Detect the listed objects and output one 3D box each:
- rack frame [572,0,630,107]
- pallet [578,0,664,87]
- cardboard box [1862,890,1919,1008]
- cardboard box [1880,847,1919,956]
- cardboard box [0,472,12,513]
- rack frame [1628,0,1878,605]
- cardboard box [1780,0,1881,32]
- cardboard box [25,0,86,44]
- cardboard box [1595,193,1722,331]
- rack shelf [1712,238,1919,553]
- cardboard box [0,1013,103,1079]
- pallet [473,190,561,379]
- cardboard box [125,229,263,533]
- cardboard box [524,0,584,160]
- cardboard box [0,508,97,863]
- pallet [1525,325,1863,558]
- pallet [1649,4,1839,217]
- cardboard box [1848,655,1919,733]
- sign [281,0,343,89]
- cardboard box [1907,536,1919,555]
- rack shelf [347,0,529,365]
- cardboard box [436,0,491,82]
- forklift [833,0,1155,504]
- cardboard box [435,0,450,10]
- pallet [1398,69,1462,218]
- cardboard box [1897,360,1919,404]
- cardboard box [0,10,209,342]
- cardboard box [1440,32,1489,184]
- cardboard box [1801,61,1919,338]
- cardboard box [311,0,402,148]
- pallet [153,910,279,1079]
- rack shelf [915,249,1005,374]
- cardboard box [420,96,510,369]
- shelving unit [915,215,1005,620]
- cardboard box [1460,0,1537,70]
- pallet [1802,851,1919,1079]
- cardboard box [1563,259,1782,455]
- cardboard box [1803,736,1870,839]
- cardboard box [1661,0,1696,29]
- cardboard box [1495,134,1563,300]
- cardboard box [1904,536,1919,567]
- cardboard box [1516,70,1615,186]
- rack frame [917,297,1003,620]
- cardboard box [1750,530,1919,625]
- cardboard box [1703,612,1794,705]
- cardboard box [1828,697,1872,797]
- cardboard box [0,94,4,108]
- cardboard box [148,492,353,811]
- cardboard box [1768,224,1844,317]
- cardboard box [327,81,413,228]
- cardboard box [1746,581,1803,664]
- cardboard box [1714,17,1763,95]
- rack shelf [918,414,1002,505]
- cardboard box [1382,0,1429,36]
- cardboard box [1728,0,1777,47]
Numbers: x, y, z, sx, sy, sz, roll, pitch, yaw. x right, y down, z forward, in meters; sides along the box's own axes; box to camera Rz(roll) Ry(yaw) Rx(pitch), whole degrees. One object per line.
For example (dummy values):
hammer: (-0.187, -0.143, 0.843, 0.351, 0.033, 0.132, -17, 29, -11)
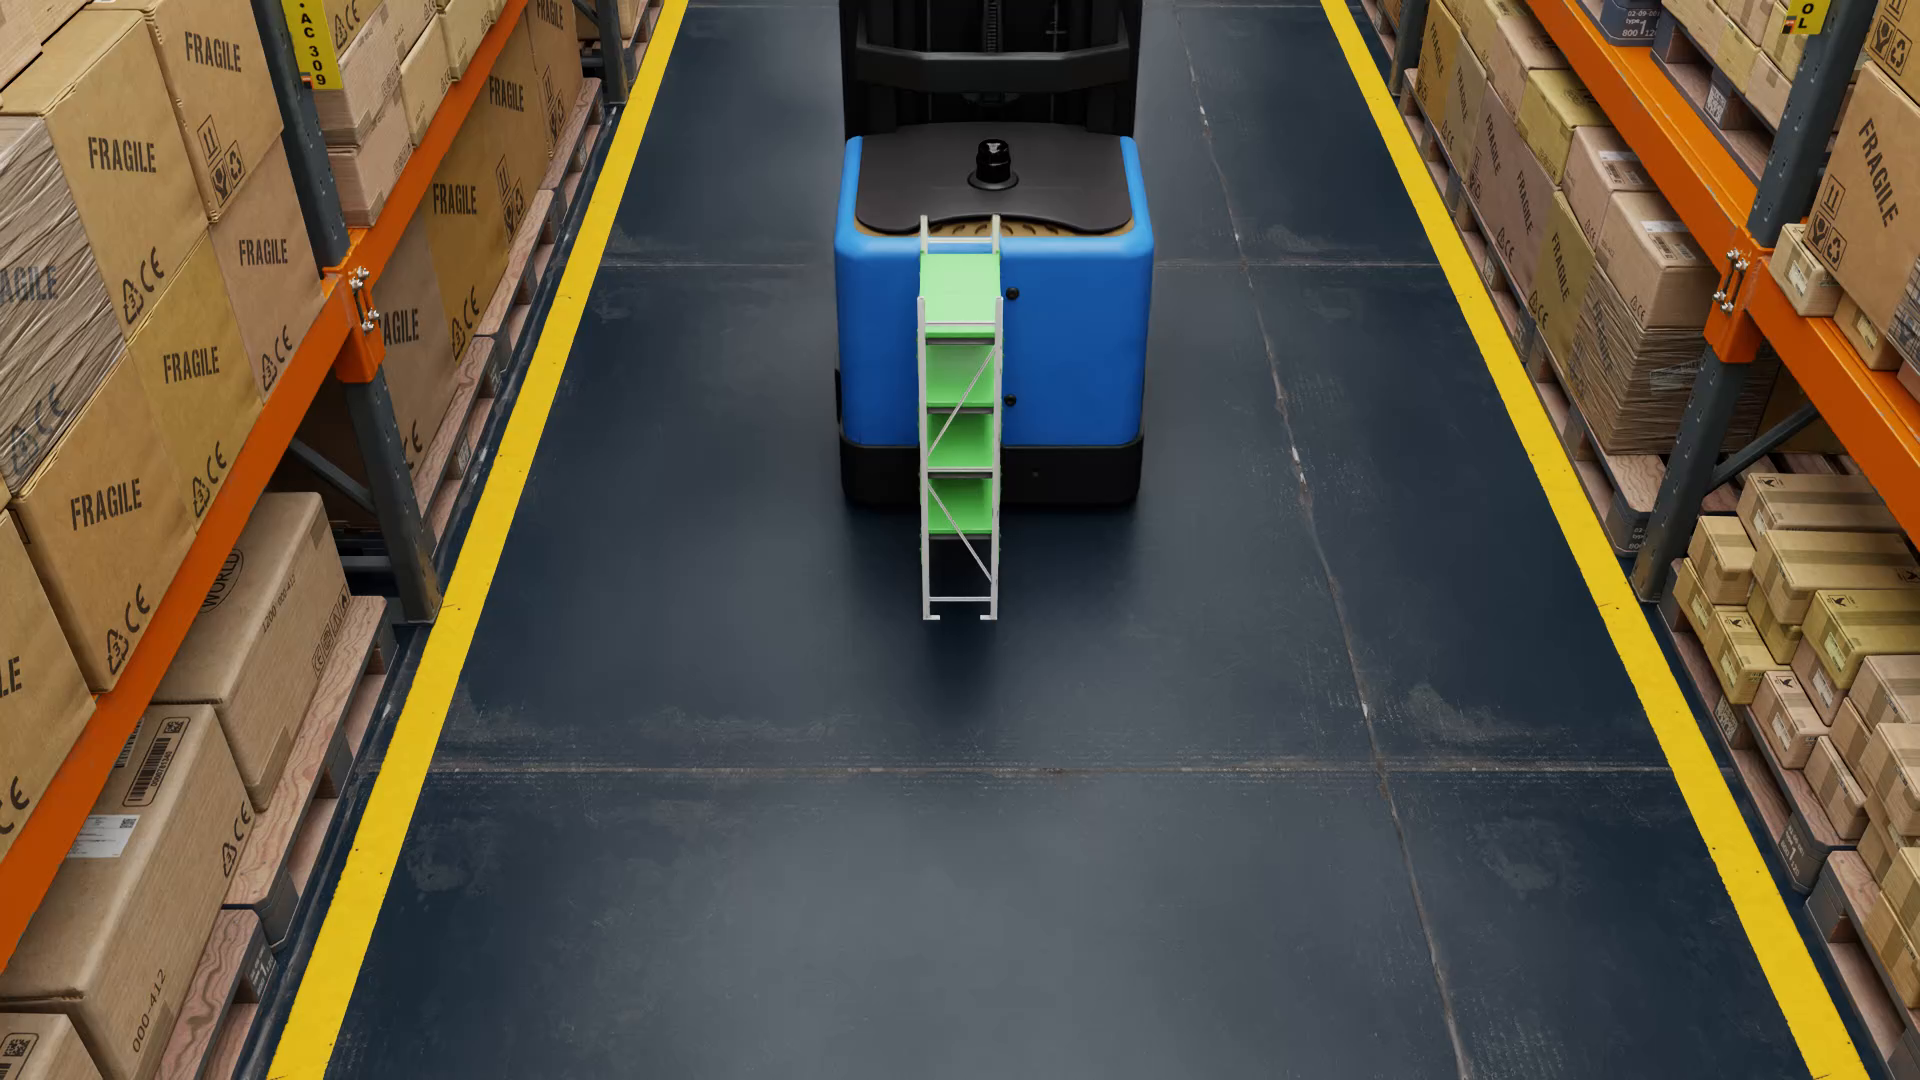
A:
rack frame: (-2.212, -3.430, 7.632, 1.000, 3.000, 0.127, 0, 39, 0)
pallet: (-2.211, -2.831, 9.114, 1.003, 0.211, 1.213, 0, 39, 0)
cardboard box: (2.464, 0.992, 4.057, 0.380, 0.149, 0.250, -1, 39, -1)
cardboard box: (2.460, 0.873, 3.968, 0.380, 0.149, 0.250, 0, 39, 0)
cardboard box: (-1.936, -0.114, 2.614, 0.500, 0.500, 0.500, 0, 39, 0)
rack frame: (2.742, -0.996, 4.594, 1.000, 3.000, 0.127, 0, 39, 0)
cardboard box: (2.547, -1.545, 4.668, 0.380, 0.149, 0.250, 2, 39, 2)
cardboard box: (-2.007, -1.098, 3.323, 0.380, 0.149, 0.250, 0, 39, 0)
cardboard box: (2.489, -0.942, 5.591, 0.500, 0.250, 0.500, -1, 39, -1)
rack shelf: (2.745, 0.536, 3.258, 1.077, 0.370, 4.000, 0, 39, 0)
cardboard box: (-2.313, 1.423, 3.288, 0.875, 0.438, 0.875, 1, 39, 1)
pallet: (-2.288, -1.088, 6.939, 1.003, 0.211, 1.213, 0, 39, 0)
cardboard box: (-1.945, -0.356, 3.716, 0.500, 0.500, 0.500, -1, 39, -1)
cardboard box: (-2.294, -2.333, 7.626, 0.875, 0.875, 0.875, 0, 39, 0)
cardboard box: (-1.945, 0.285, 2.915, 0.500, 0.500, 0.500, 1, 39, 1)
pallet: (2.740, -0.394, 6.073, 1.003, 0.211, 1.213, 0, 39, 0)
pallet: (2.887, -1.399, 5.250, 1.003, 0.211, 1.213, 0, 39, 0)
cardboard box: (2.549, 0.430, 4.283, 0.380, 0.149, 0.250, -1, 39, -1)
sign: (-1.652, -1.299, 4.217, 0.100, 0.325, 0.005, 0, 39, 0)
cardboard box: (3.003, -0.057, 4.891, 0.380, 0.149, 0.250, 1, 39, 1)
rack shelf: (-2.210, -1.899, 6.296, 1.077, 0.370, 4.000, 0, 39, 0)
cardboard box: (-1.931, -1.790, 5.705, 0.500, 0.250, 0.500, 0, 39, 0)
forklift: (0.109, -2.161, 6.103, 1.130, 2.935, 3.031, 0, 39, 0)
cardboard box: (-1.929, -1.982, 5.545, 0.500, 0.250, 0.500, 0, 39, 1)
pallet: (2.737, -1.920, 7.977, 1.003, 0.211, 1.213, 0, 39, 0)
cardboard box: (2.543, -0.392, 4.041, 0.380, 0.149, 0.250, -2, 39, -2)
cardboard box: (-1.938, -0.746, 3.403, 0.500, 0.500, 0.500, -1, 39, -1)
cardboard box: (2.488, -1.929, 7.421, 0.500, 0.500, 0.500, 0, 39, 0)
cardboard box: (2.491, -0.841, 4.083, 0.500, 0.500, 0.500, -1, 39, -1)
cardboard box: (-1.926, -1.341, 4.745, 0.500, 0.250, 0.500, -1, 39, -1)
pallet: (-2.281, 1.400, 3.835, 1.003, 0.211, 1.213, 0, 39, 0)
rack shelf: (0.000, -0.689, 4.985, 0.258, 0.148, 0.480, 0, 39, 0)
cardboard box: (-2.297, -1.216, 6.232, 0.875, 0.875, 0.875, 1, 39, 1)
shelving unit: (0.000, -0.365, 5.246, 0.258, 1.200, 0.503, 0, 39, 0)
cardboard box: (2.497, -2.230, 7.197, 0.500, 0.250, 0.500, 0, 39, -1)
pallet: (2.783, 1.277, 3.987, 1.003, 0.211, 1.213, 0, 39, 0)
cardboard box: (2.490, -0.647, 5.821, 0.500, 0.500, 0.500, -1, 39, -1)
cardboard box: (2.524, 0.661, 4.470, 0.380, 0.149, 0.250, -1, 39, -1)
cardboard box: (2.545, -1.785, 5.444, 0.380, 0.149, 0.250, -2, 39, -2)
cardboard box: (2.493, -1.288, 6.622, 0.500, 0.500, 0.500, -1, 39, -1)
cardboard box: (3.061, 0.034, 5.015, 0.380, 0.149, 0.250, 1, 39, 1)
cardboard box: (2.487, -1.594, 6.404, 0.500, 0.250, 0.500, -2, 39, -2)
rack frame: (0.000, -0.212, 5.055, 0.240, 1.200, 0.015, 0, 39, 0)
cardboard box: (2.477, 0.109, 4.684, 0.380, 0.149, 0.250, 2, 39, 2)
cardboard box: (2.422, 0.347, 4.862, 0.380, 0.149, 0.250, 1, 39, 1)
cardboard box: (2.547, 0.543, 4.380, 0.380, 0.149, 0.250, -2, 39, -2)
cardboard box: (-1.952, -0.783, 2.930, 0.380, 0.149, 0.250, 0, 39, 0)
cardboard box: (-2.314, 0.300, 4.690, 0.875, 0.438, 0.875, -1, 39, -1)
cardboard box: (2.416, -0.720, 4.451, 0.380, 0.149, 0.250, 1, 39, 2)
cardboard box: (-1.944, -1.146, 4.901, 0.500, 0.250, 0.500, -1, 39, -1)
cardboard box: (2.513, 0.222, 4.780, 0.380, 0.149, 0.250, 0, 39, 0)
cardboard box: (2.543, -1.472, 5.054, 0.380, 0.149, 0.250, 0, 39, 0)
rack shelf: (0.000, -0.315, 5.286, 0.258, 0.148, 0.480, 0, 39, 0)
cardboard box: (2.827, -3.164, 8.763, 1.050, 0.750, 0.750, -1, 39, -1)
cardboard box: (2.543, -1.591, 4.964, 0.380, 0.149, 0.250, 0, 39, 0)
